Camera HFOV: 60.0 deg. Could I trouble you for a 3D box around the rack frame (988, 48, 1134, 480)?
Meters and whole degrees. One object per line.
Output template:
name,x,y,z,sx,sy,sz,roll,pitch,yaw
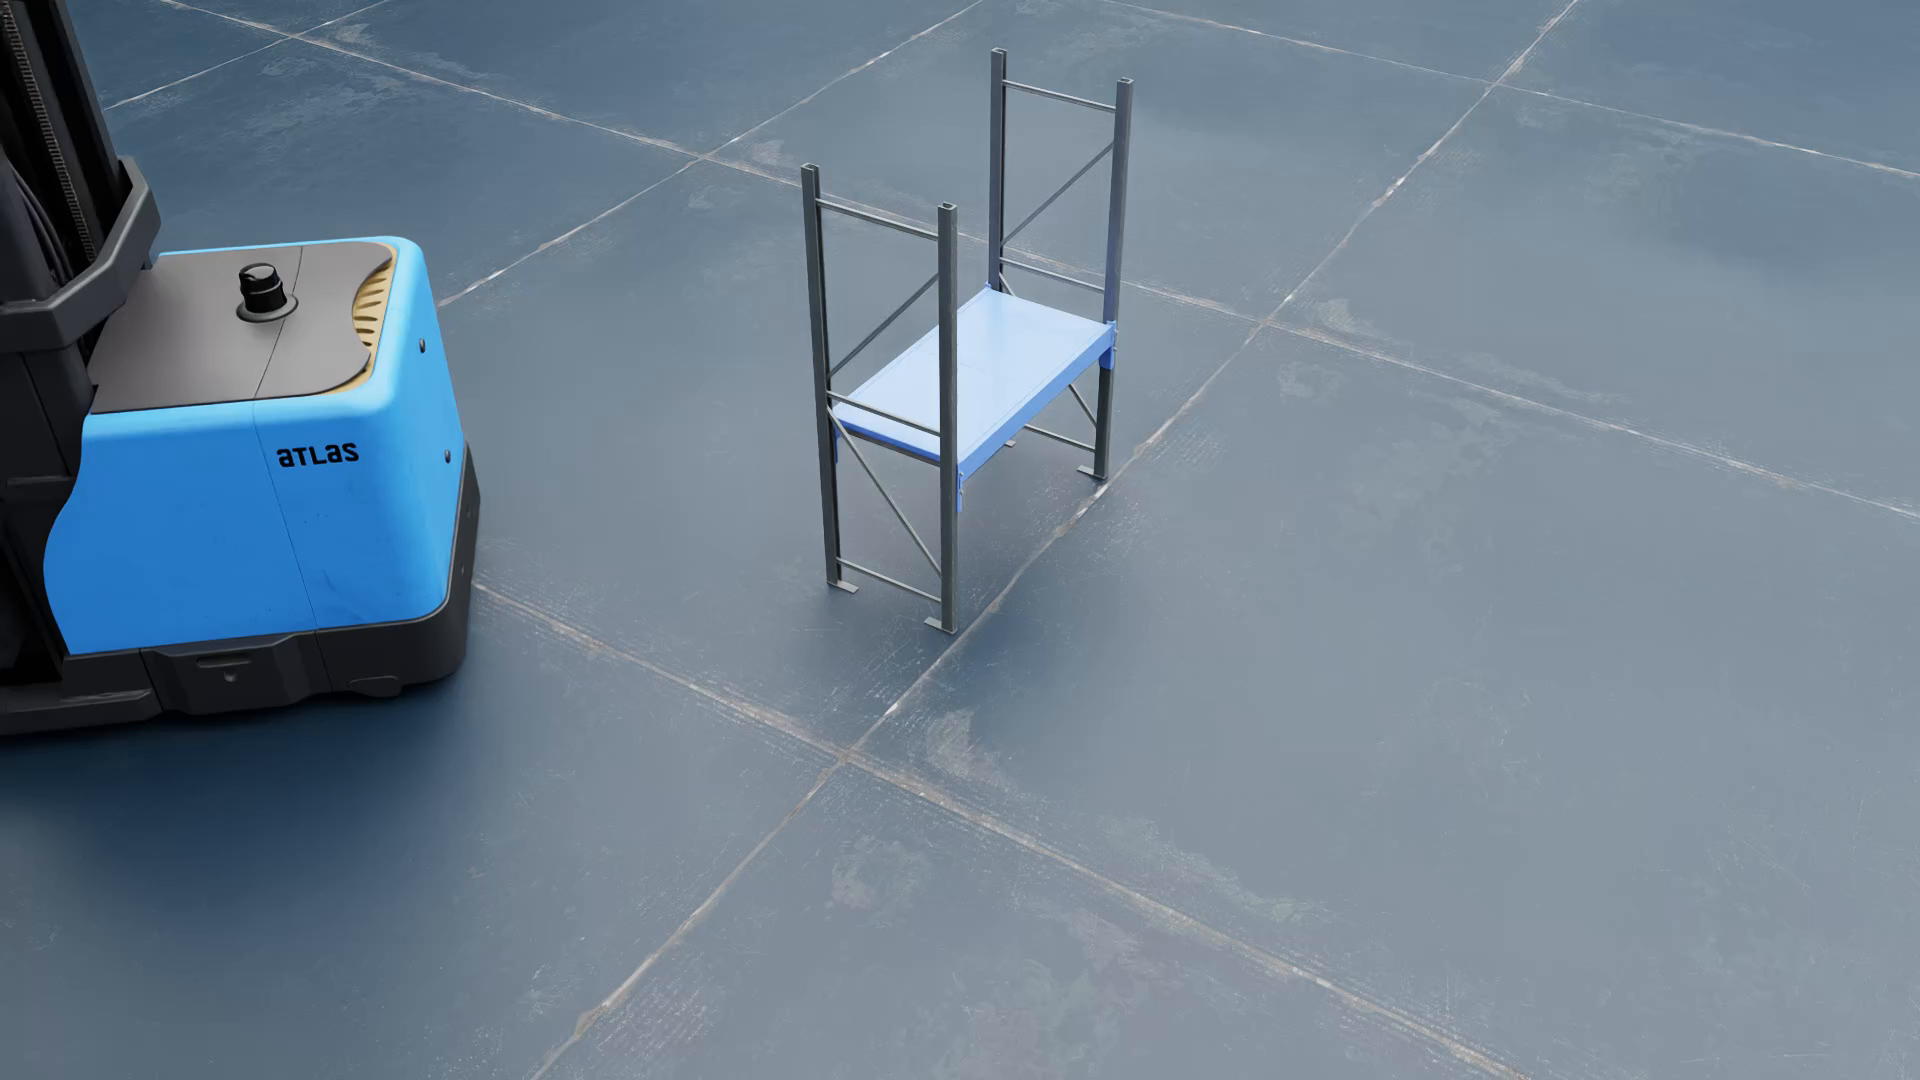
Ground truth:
rack frame,0.318,-0.900,5.689,0.500,1.500,0.032,21,42,25

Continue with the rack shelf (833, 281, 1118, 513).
rack shelf,0.046,-0.496,5.459,0.538,0.185,1.000,21,42,25

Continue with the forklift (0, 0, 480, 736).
forklift,-3.104,-0.845,4.445,3.031,2.935,1.130,-6,38,-7

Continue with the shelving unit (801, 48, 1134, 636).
shelving unit,0.046,-0.638,5.349,0.538,1.500,1.048,21,42,25

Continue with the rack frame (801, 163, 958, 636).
rack frame,-0.227,-0.376,5.009,0.500,1.500,0.032,21,42,25
